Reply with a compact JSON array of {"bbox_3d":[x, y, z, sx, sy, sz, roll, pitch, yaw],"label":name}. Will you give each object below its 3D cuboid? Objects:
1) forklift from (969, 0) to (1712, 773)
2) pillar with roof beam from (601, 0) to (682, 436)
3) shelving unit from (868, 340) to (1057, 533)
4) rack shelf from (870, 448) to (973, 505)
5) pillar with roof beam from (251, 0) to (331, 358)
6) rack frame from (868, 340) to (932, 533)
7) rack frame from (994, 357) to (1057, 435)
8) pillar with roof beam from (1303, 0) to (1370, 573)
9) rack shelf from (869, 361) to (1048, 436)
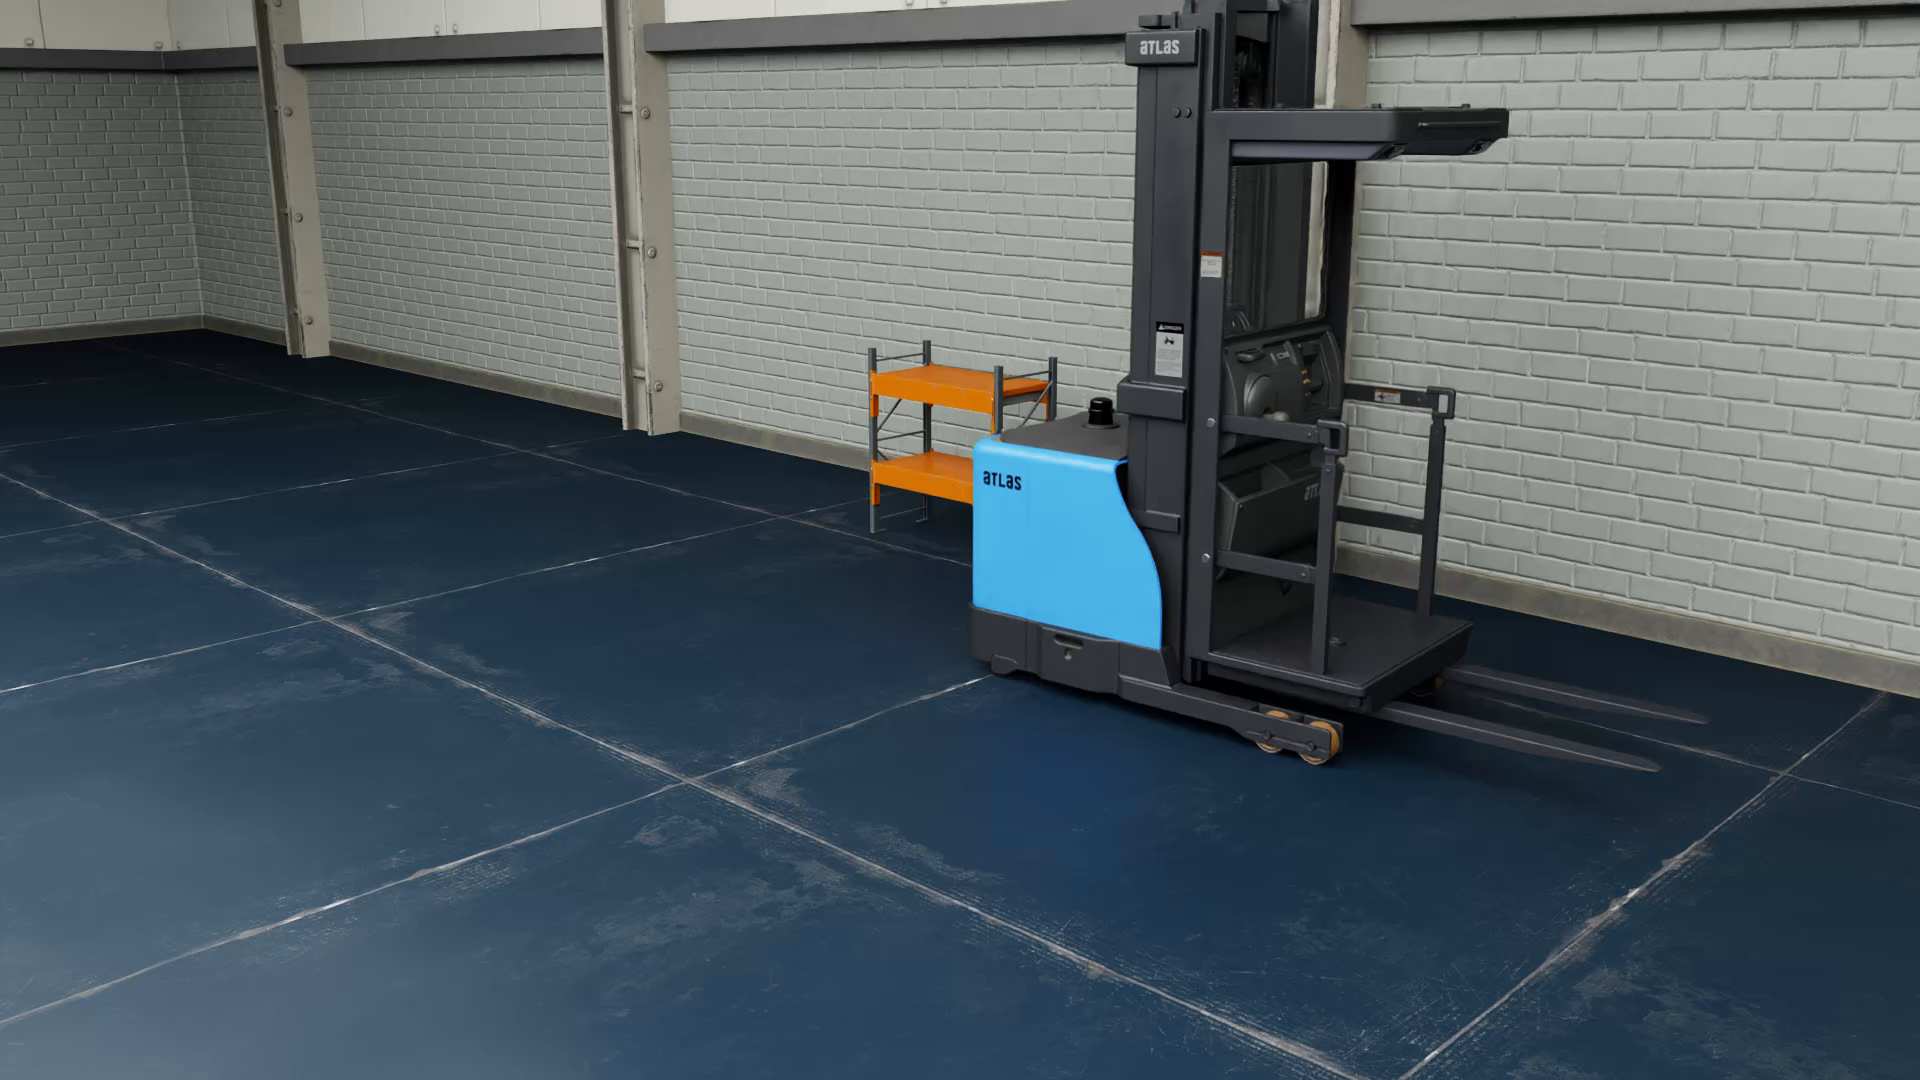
[{"bbox_3d":[1.506,-0.686,6.752,3.031,2.935,1.130,12,19,37],"label":"forklift"},{"bbox_3d":[-5.448,-4.456,9.188,0.400,9.000,9.100,14,20,42],"label":"pillar with roof beam"},{"bbox_3d":[0.005,-0.543,9.786,1.048,1.125,0.538,14,20,42],"label":"shelving unit"},{"bbox_3d":[0.005,-0.307,9.847,1.000,0.278,0.538,14,20,42],"label":"rack shelf"},{"bbox_3d":[-9.767,-5.506,13.218,0.400,9.000,9.100,14,20,42],"label":"pillar with roof beam"},{"bbox_3d":[-0.361,-0.632,10.127,0.032,1.125,0.500,14,20,42],"label":"rack frame"},{"bbox_3d":[0.371,-0.454,9.444,0.032,1.125,0.500,14,20,42],"label":"rack frame"},{"bbox_3d":[-1.129,-3.406,5.158,0.400,9.000,9.100,14,20,42],"label":"pillar with roof beam"},{"bbox_3d":[0.005,-0.826,9.712,1.000,0.278,0.538,14,20,42],"label":"rack shelf"}]
